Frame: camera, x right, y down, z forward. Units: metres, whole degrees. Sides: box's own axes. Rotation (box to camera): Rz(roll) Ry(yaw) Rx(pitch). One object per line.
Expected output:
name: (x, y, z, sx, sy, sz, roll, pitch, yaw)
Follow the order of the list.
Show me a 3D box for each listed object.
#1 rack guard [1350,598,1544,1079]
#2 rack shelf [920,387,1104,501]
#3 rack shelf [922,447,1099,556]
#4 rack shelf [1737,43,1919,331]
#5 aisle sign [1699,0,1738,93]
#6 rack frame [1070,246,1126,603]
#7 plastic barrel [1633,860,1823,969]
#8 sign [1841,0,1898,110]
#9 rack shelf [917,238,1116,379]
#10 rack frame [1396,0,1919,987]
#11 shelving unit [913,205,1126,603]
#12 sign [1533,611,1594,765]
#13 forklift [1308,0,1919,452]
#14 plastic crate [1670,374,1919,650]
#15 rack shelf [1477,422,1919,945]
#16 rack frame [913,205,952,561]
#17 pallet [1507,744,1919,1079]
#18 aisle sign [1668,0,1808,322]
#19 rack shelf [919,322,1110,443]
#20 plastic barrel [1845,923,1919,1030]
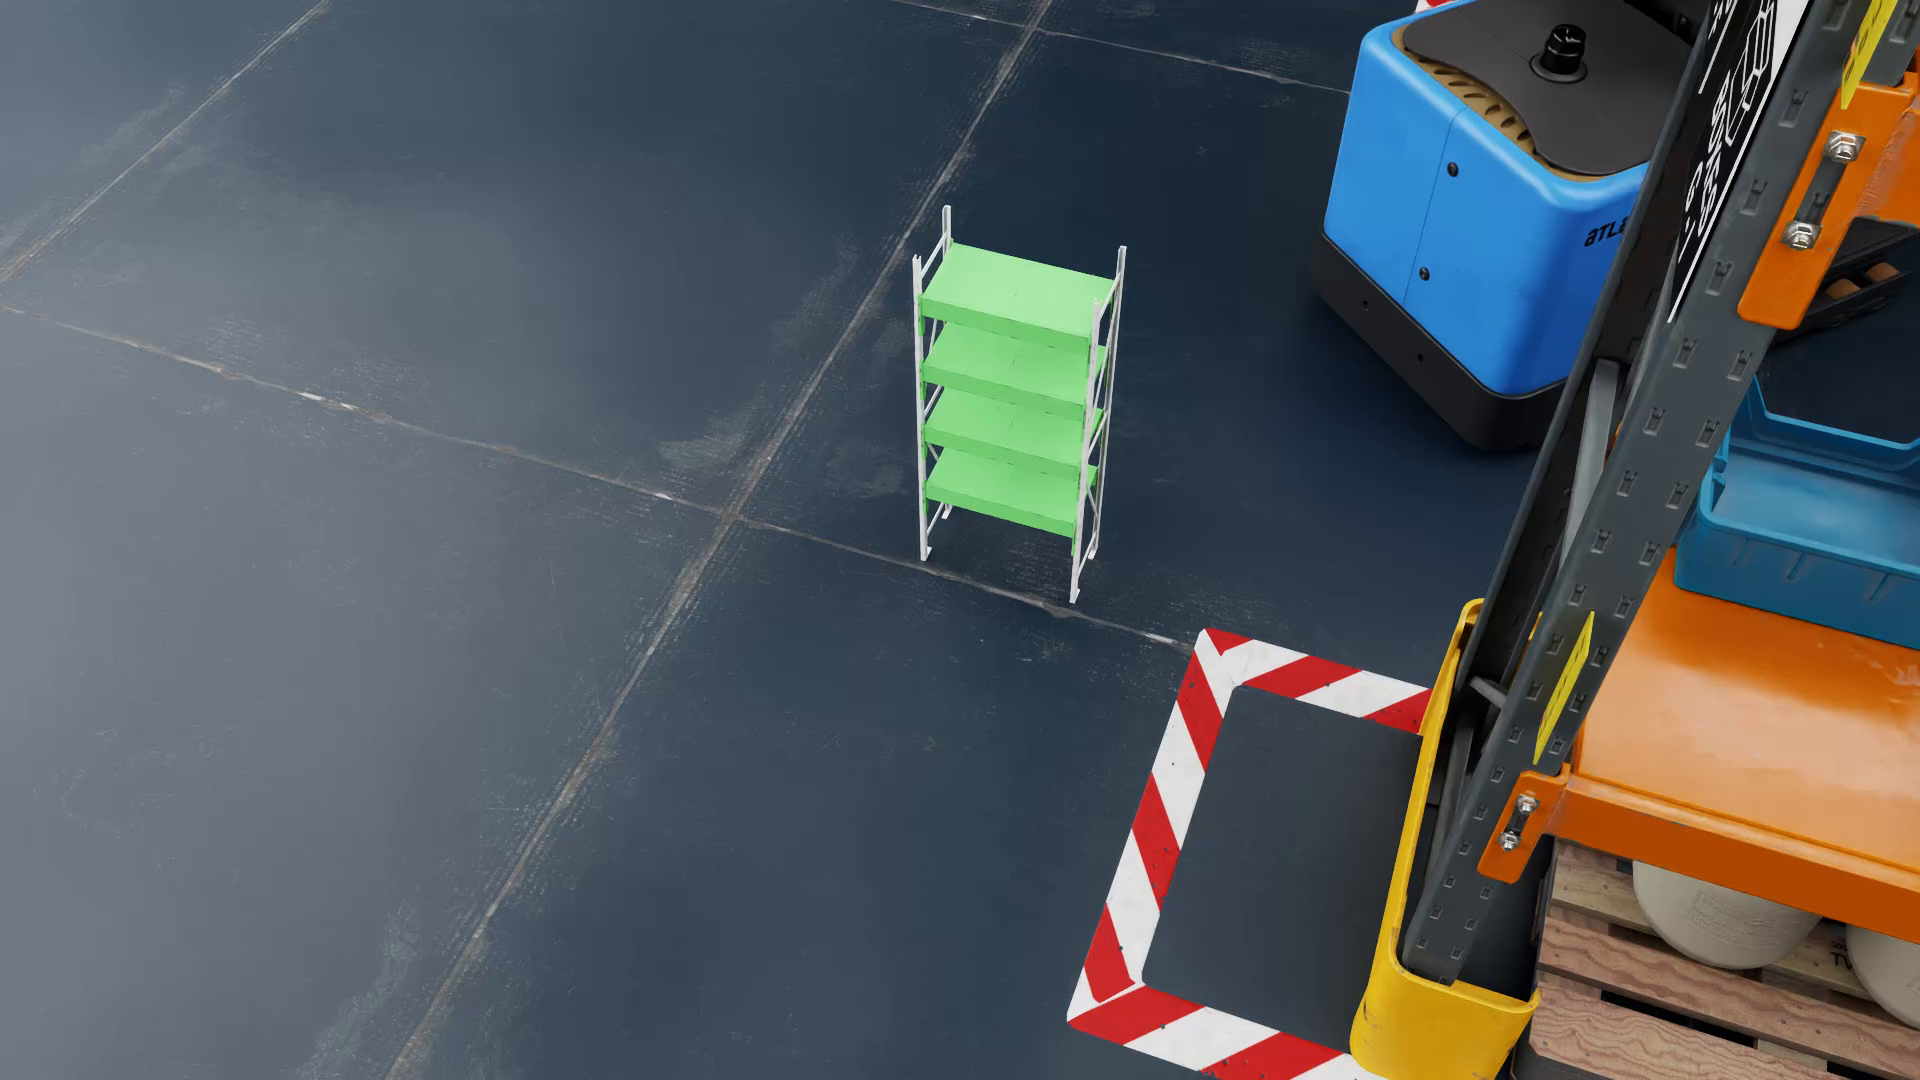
rack guard: (1.318, 0.765, 4.256, 0.348, 0.500, 1.175, 16, 51, 13)
rack shelf: (0.155, -0.308, 4.807, 0.480, 0.148, 0.258, 16, 51, 13)
rack shelf: (0.155, -0.151, 4.989, 0.480, 0.148, 0.258, 16, 51, 13)
rack shelf: (3.107, -0.263, 1.984, 4.000, 0.370, 1.077, 16, 51, 13)
aisle sign: (1.266, -1.121, 2.516, 0.004, 0.787, 0.394, 16, 51, 13)
rack frame: (0.384, -0.286, 4.704, 0.015, 1.200, 0.240, 16, 51, 13)
plastic barrel: (1.875, 0.756, 3.979, 0.421, 0.512, 0.421, 0, 49, 0)
sign: (1.036, -0.636, 1.826, 0.005, 0.325, 0.100, 16, 51, 13)
rack shelf: (0.155, -0.622, 4.445, 0.480, 0.148, 0.258, 16, 51, 13)
rack frame: (1.231, -0.040, 3.300, 0.127, 3.000, 1.000, 16, 51, 13)
shelving unit: (0.155, -0.350, 4.759, 0.503, 1.200, 0.258, 16, 51, 13)
sign: (1.036, 0.258, 2.858, 0.005, 0.325, 0.100, 16, 51, 13)
forklift: (2.796, -2.052, 5.089, 3.031, 2.935, 1.130, -22, 52, -18)
plastic crate: (1.804, -0.072, 3.426, 0.616, 0.251, 0.499, 16, 51, 13)
rack shelf: (3.107, 0.719, 3.118, 4.000, 0.370, 1.077, 16, 51, 13)
rack frame: (-0.074, -0.414, 4.814, 0.015, 1.200, 0.240, 16, 51, 13)
pallet: (2.079, 1.076, 4.177, 1.213, 0.211, 1.003, 16, 51, 13)
aisle sign: (1.062, -0.703, 2.154, 0.004, 0.787, 0.394, 16, 51, 13)
rack shelf: (0.155, -0.465, 4.626, 0.480, 0.148, 0.258, 16, 51, 13)
plastic barrel: (2.345, 0.887, 3.865, 0.421, 0.512, 0.421, 0, 49, 0)
